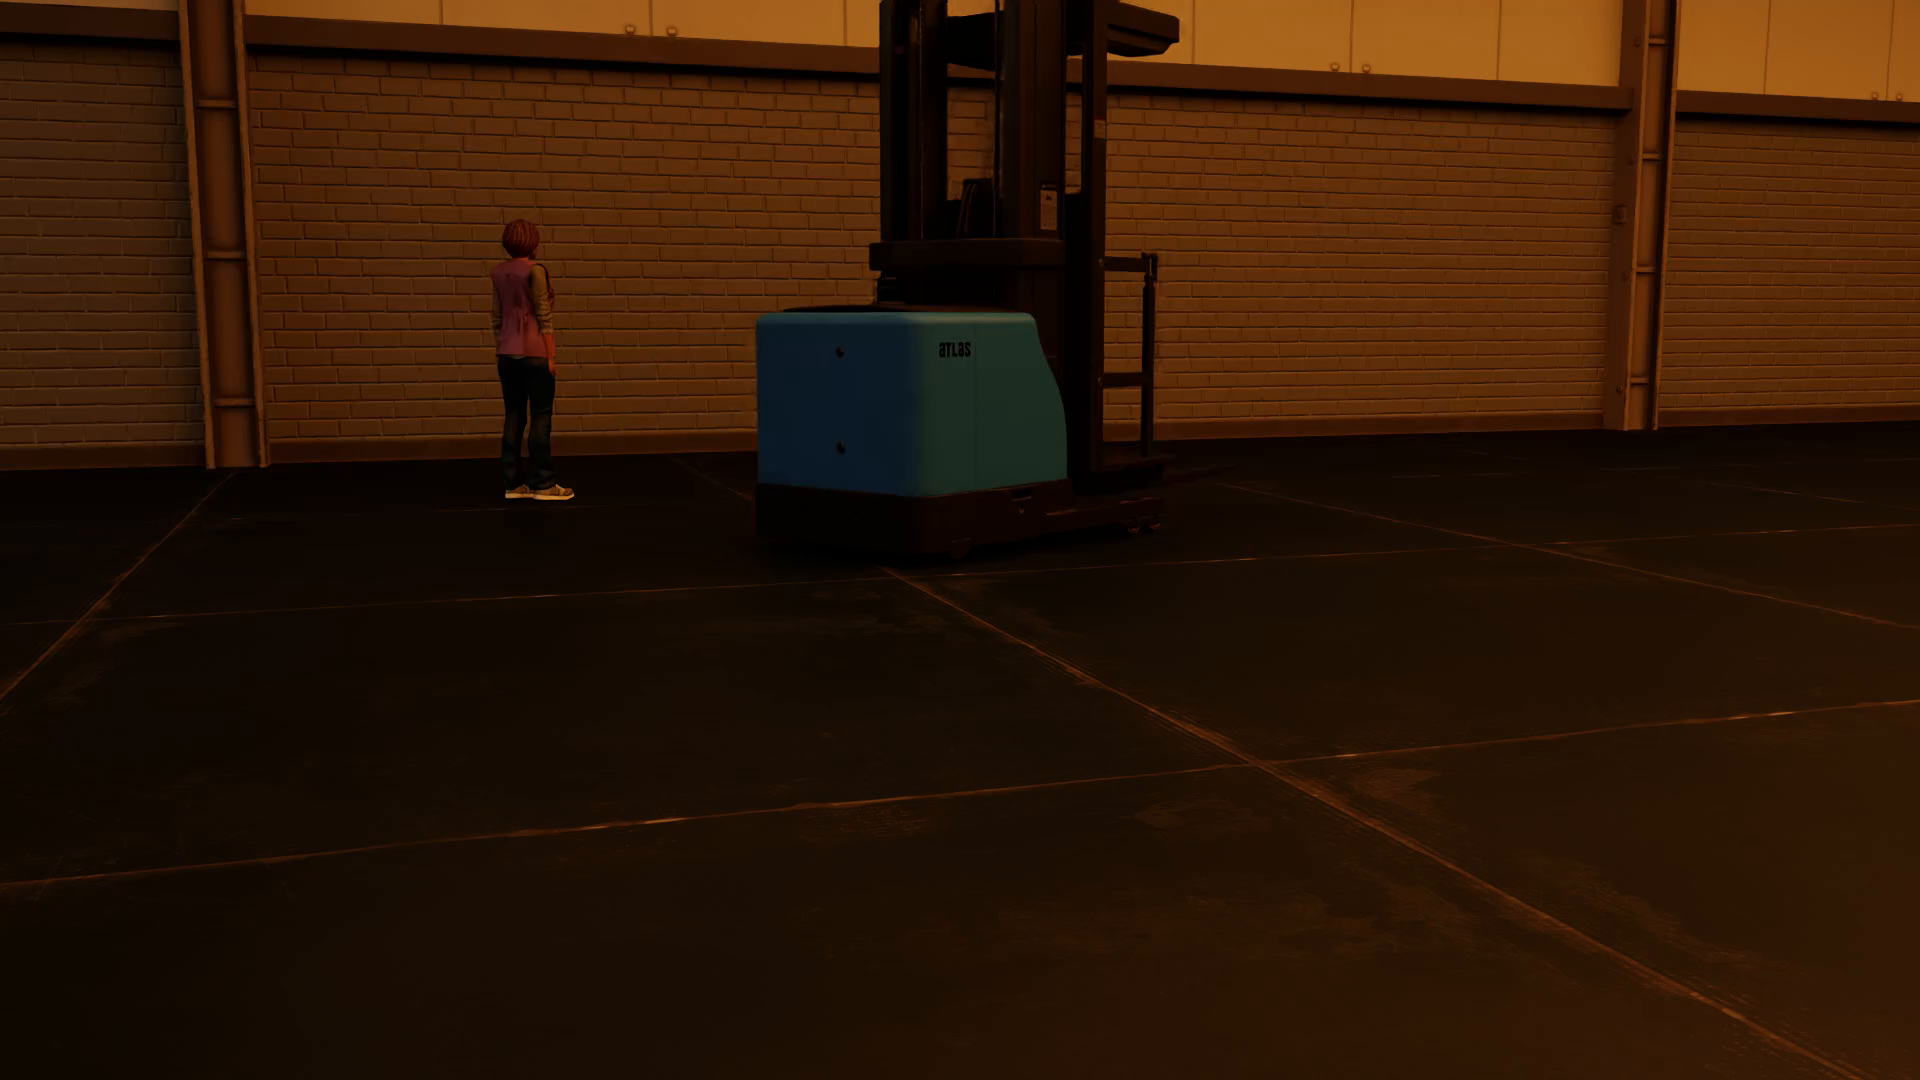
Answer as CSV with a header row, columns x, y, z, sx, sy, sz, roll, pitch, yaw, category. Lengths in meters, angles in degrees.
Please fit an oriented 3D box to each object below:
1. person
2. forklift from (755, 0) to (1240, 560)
x,y,z,sx,sy,sz,roll,pitch,yaw,category
-2.479,-1.026,9.531,0.405,1.603,0.319,4,9,25,person
0.378,-1.521,8.229,1.130,2.935,3.031,6,10,38,forklift
